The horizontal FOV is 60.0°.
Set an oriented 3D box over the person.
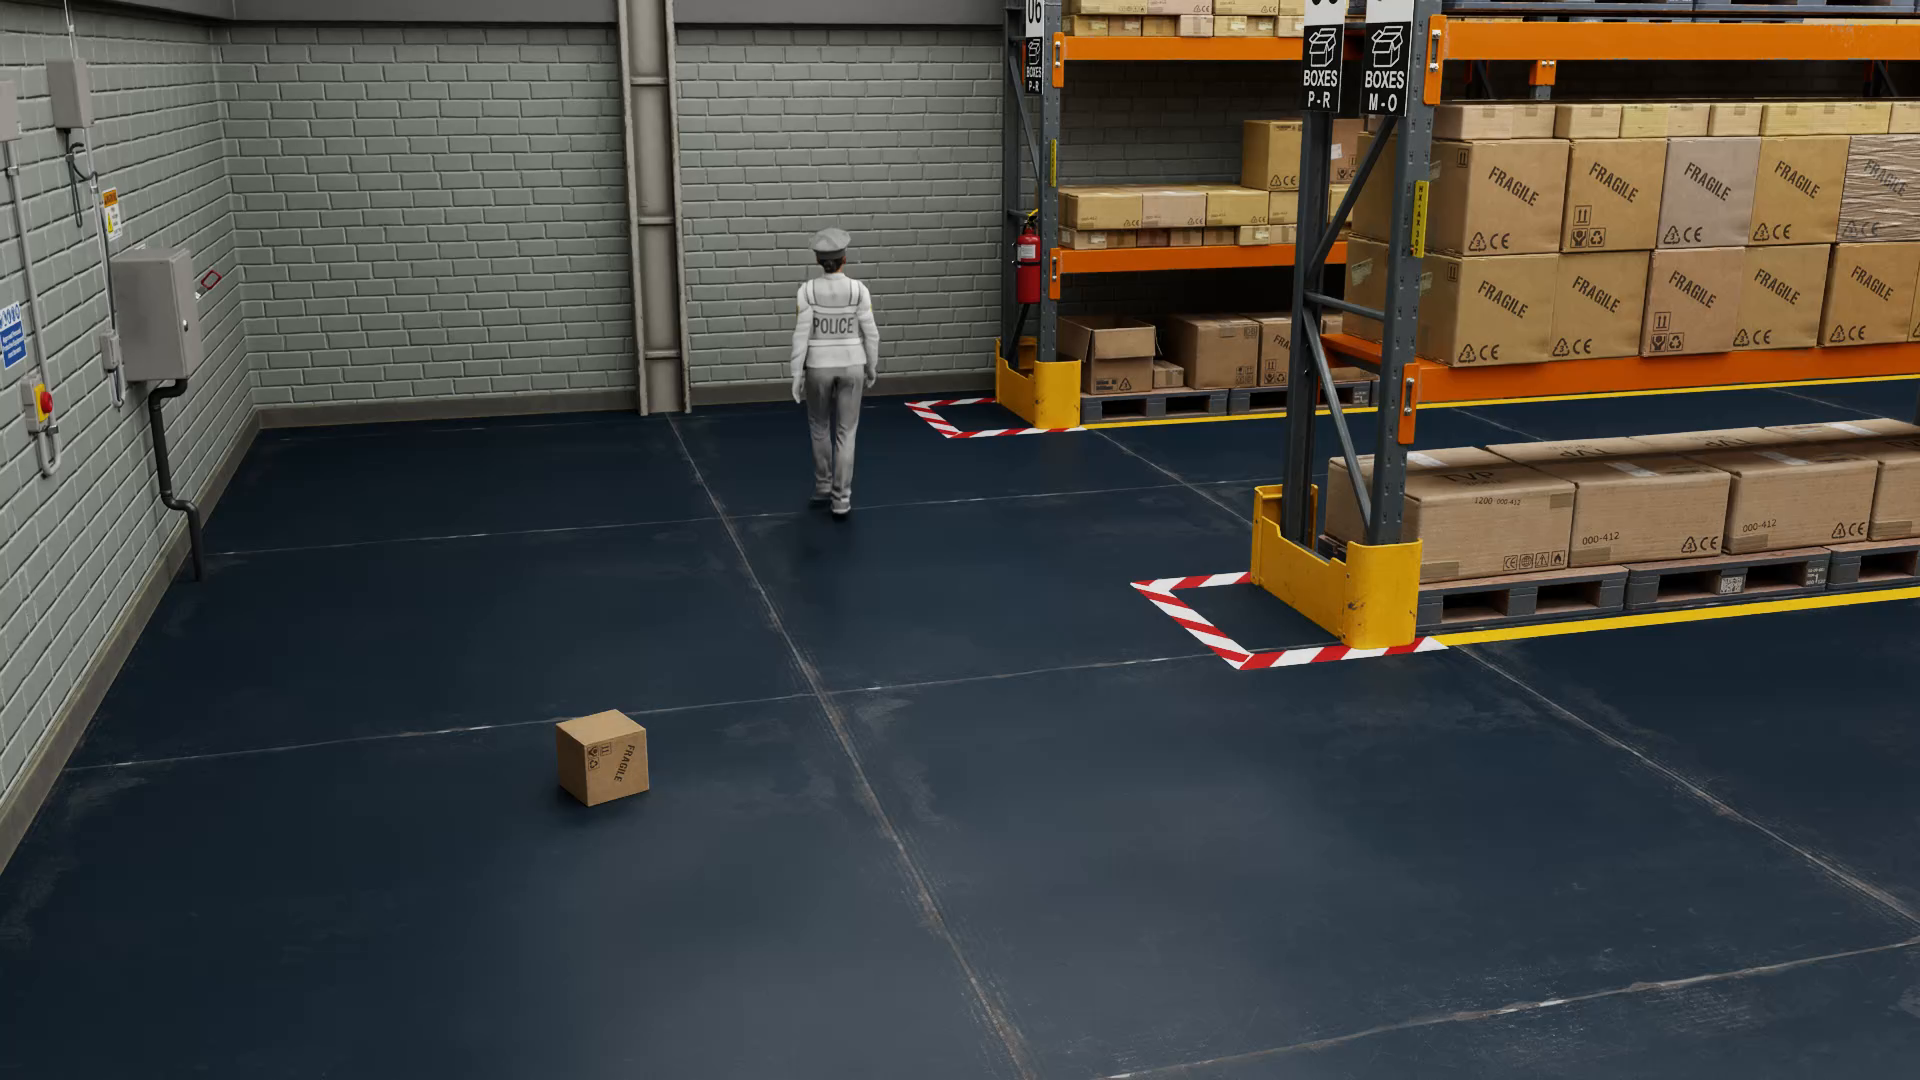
[{"bbox_3d":[-0.742,-0.986,9.947,0.525,1.743,0.666,-1,16,-2],"label":"person"}]
